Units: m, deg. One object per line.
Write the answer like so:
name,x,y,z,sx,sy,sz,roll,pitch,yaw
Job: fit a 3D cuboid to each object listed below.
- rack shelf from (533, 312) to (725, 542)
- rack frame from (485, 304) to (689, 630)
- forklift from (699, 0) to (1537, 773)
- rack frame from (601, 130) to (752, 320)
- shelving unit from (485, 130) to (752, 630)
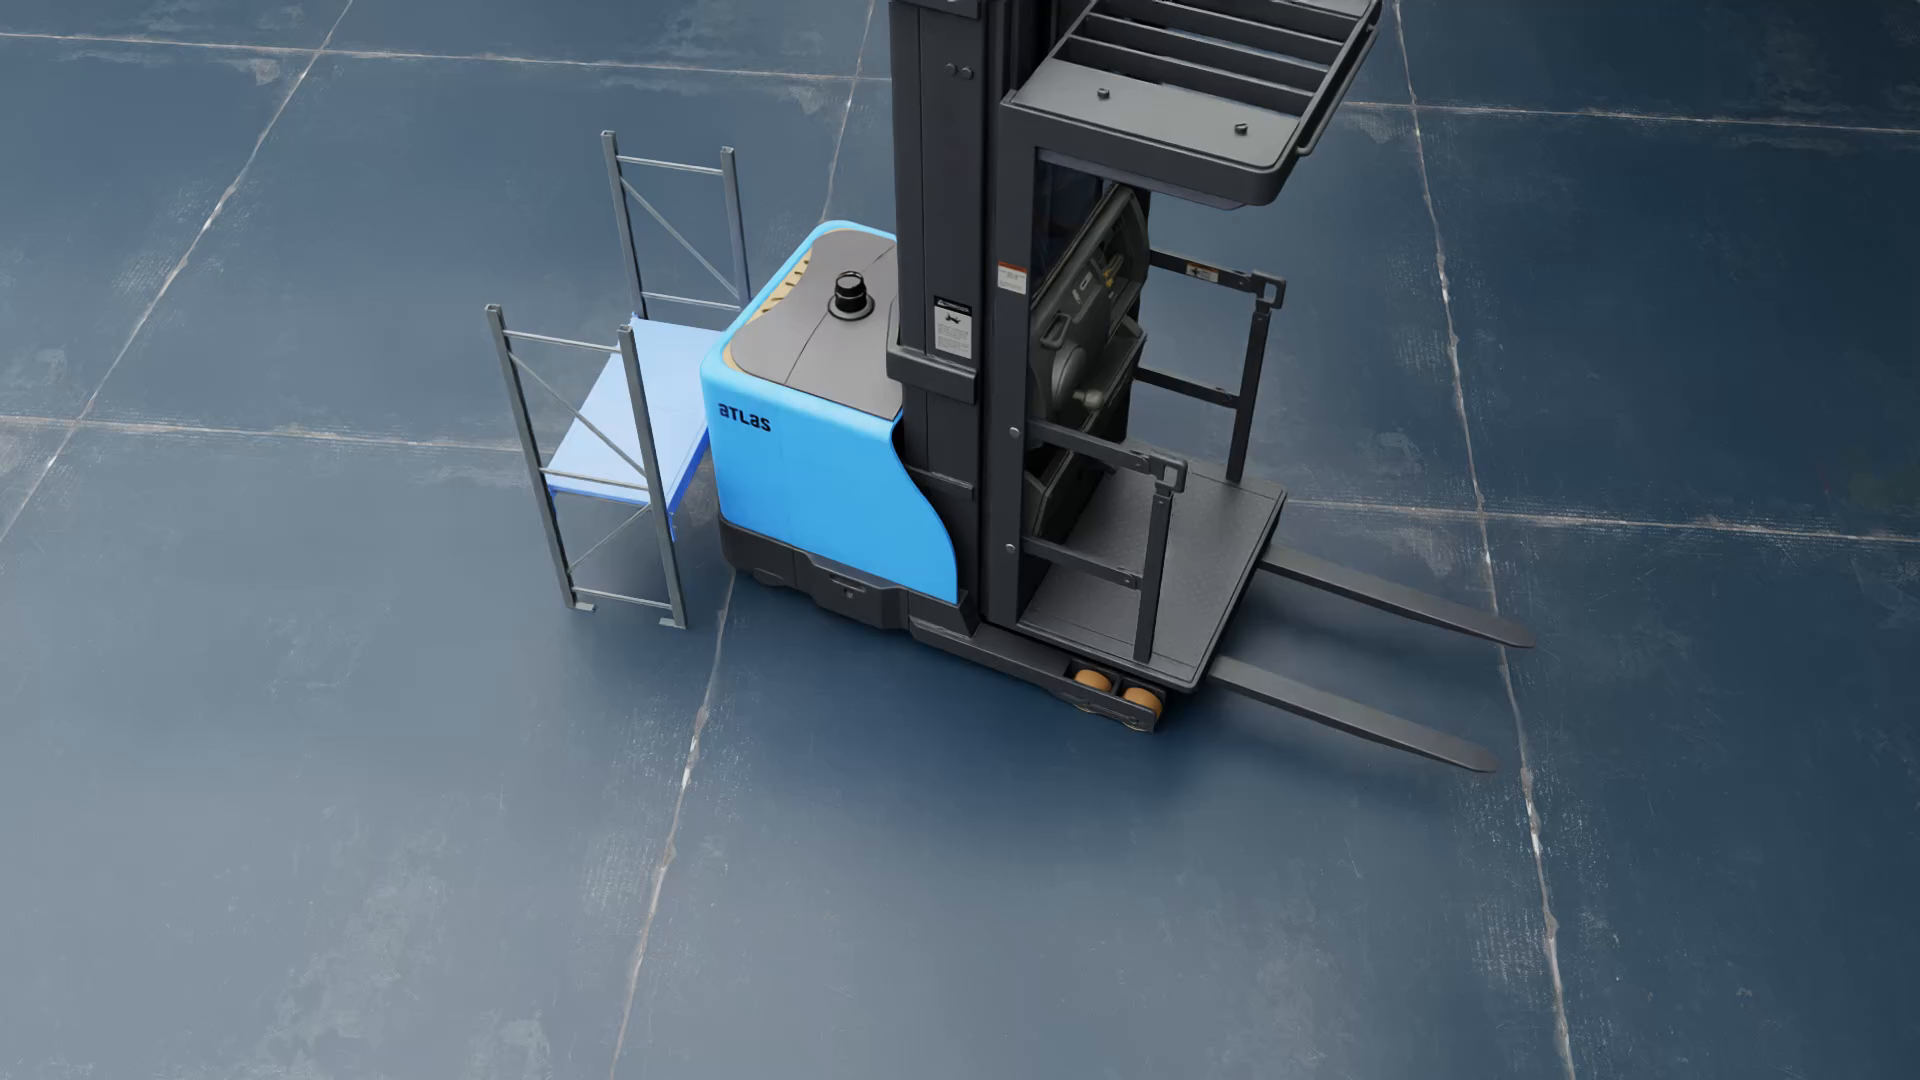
rack shelf,-1.182,-0.456,6.394,0.538,0.185,1.000,10,48,9
rack frame,-1.299,-0.212,5.928,0.500,1.500,0.032,10,48,9
forklift,0.615,-0.740,5.440,3.031,2.935,1.130,19,50,17
rack frame,-1.065,-0.942,6.595,0.500,1.500,0.032,10,48,9
shelving unit,-1.182,-0.577,6.261,0.538,1.500,1.048,10,48,9
